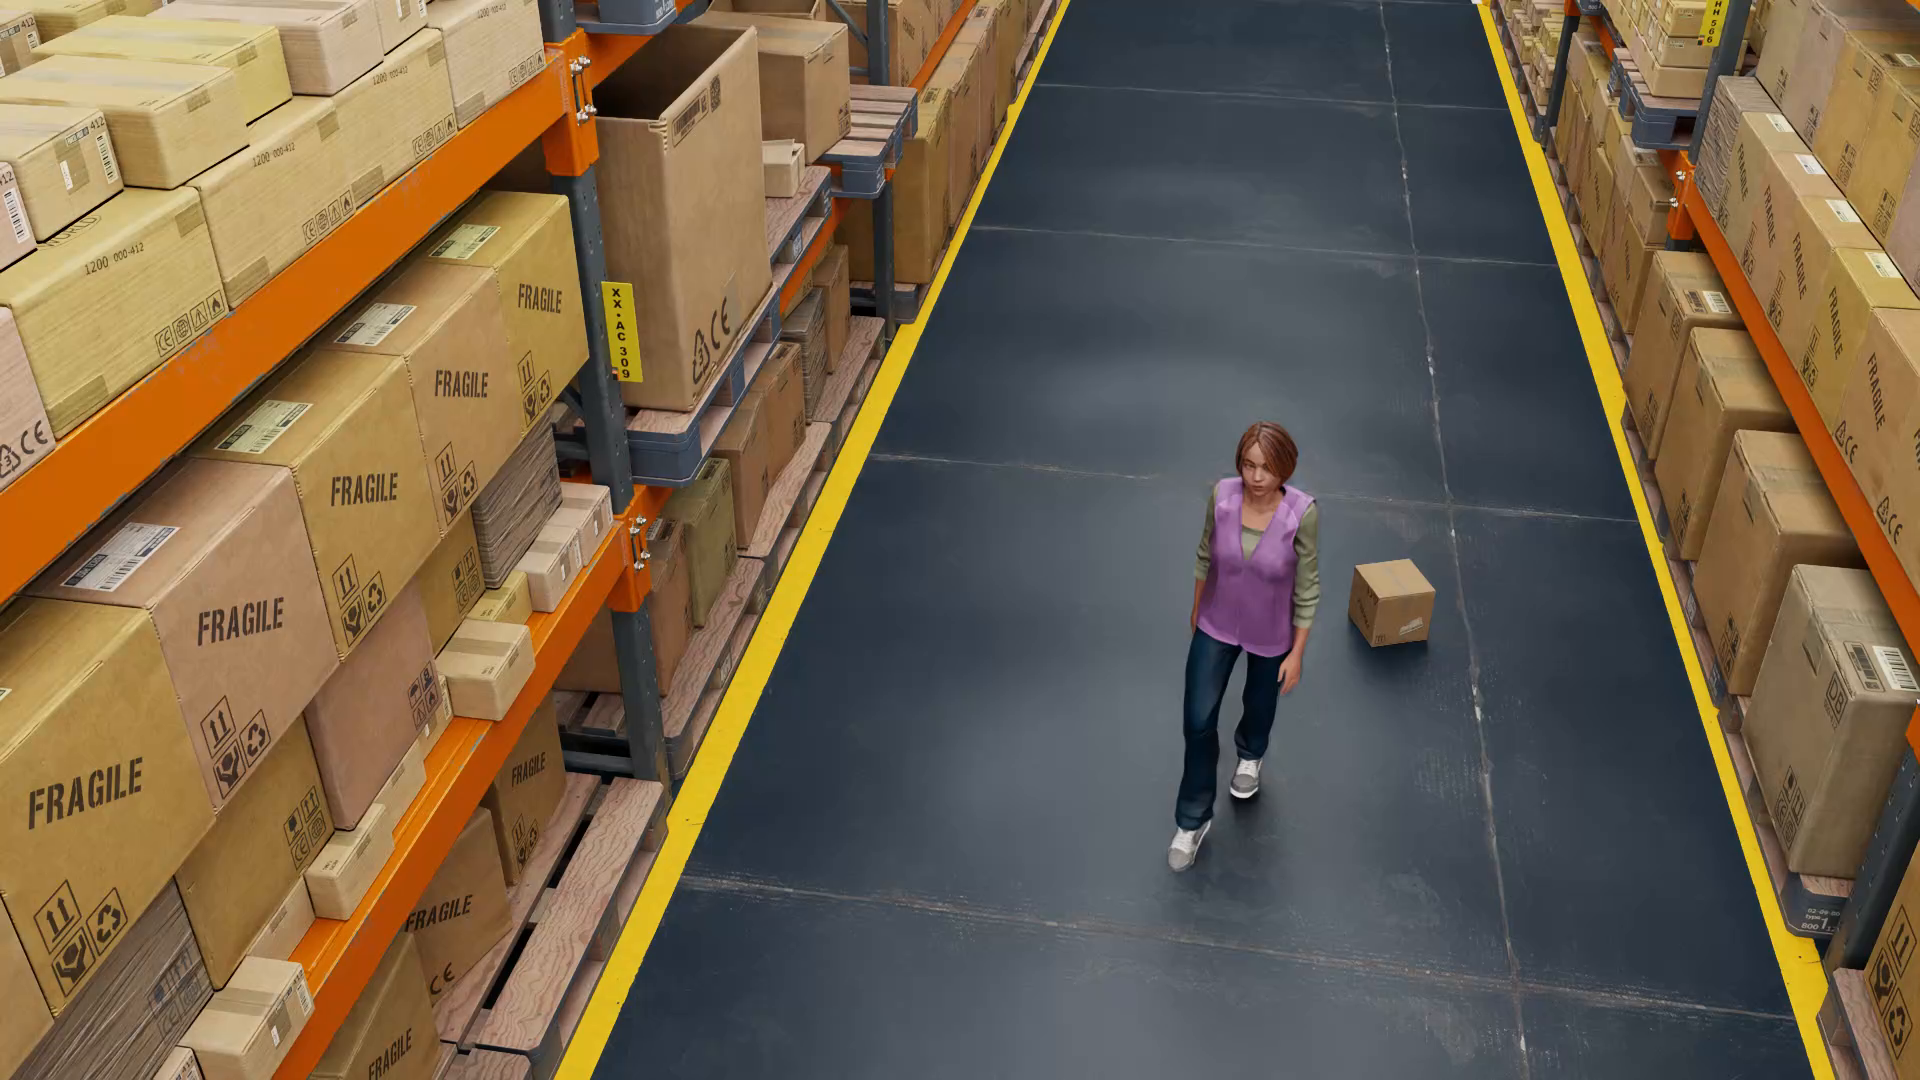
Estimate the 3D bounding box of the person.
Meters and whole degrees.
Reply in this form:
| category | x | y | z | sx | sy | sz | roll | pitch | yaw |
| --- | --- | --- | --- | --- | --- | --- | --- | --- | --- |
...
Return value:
| category | x | y | z | sx | sy | sz | roll | pitch | yaw |
| --- | --- | --- | --- | --- | --- | --- | --- | --- | --- |
| person | 0.972 | 0.346 | 5.629 | 0.439 | 1.635 | 0.680 | 11 | 34 | 16 |
